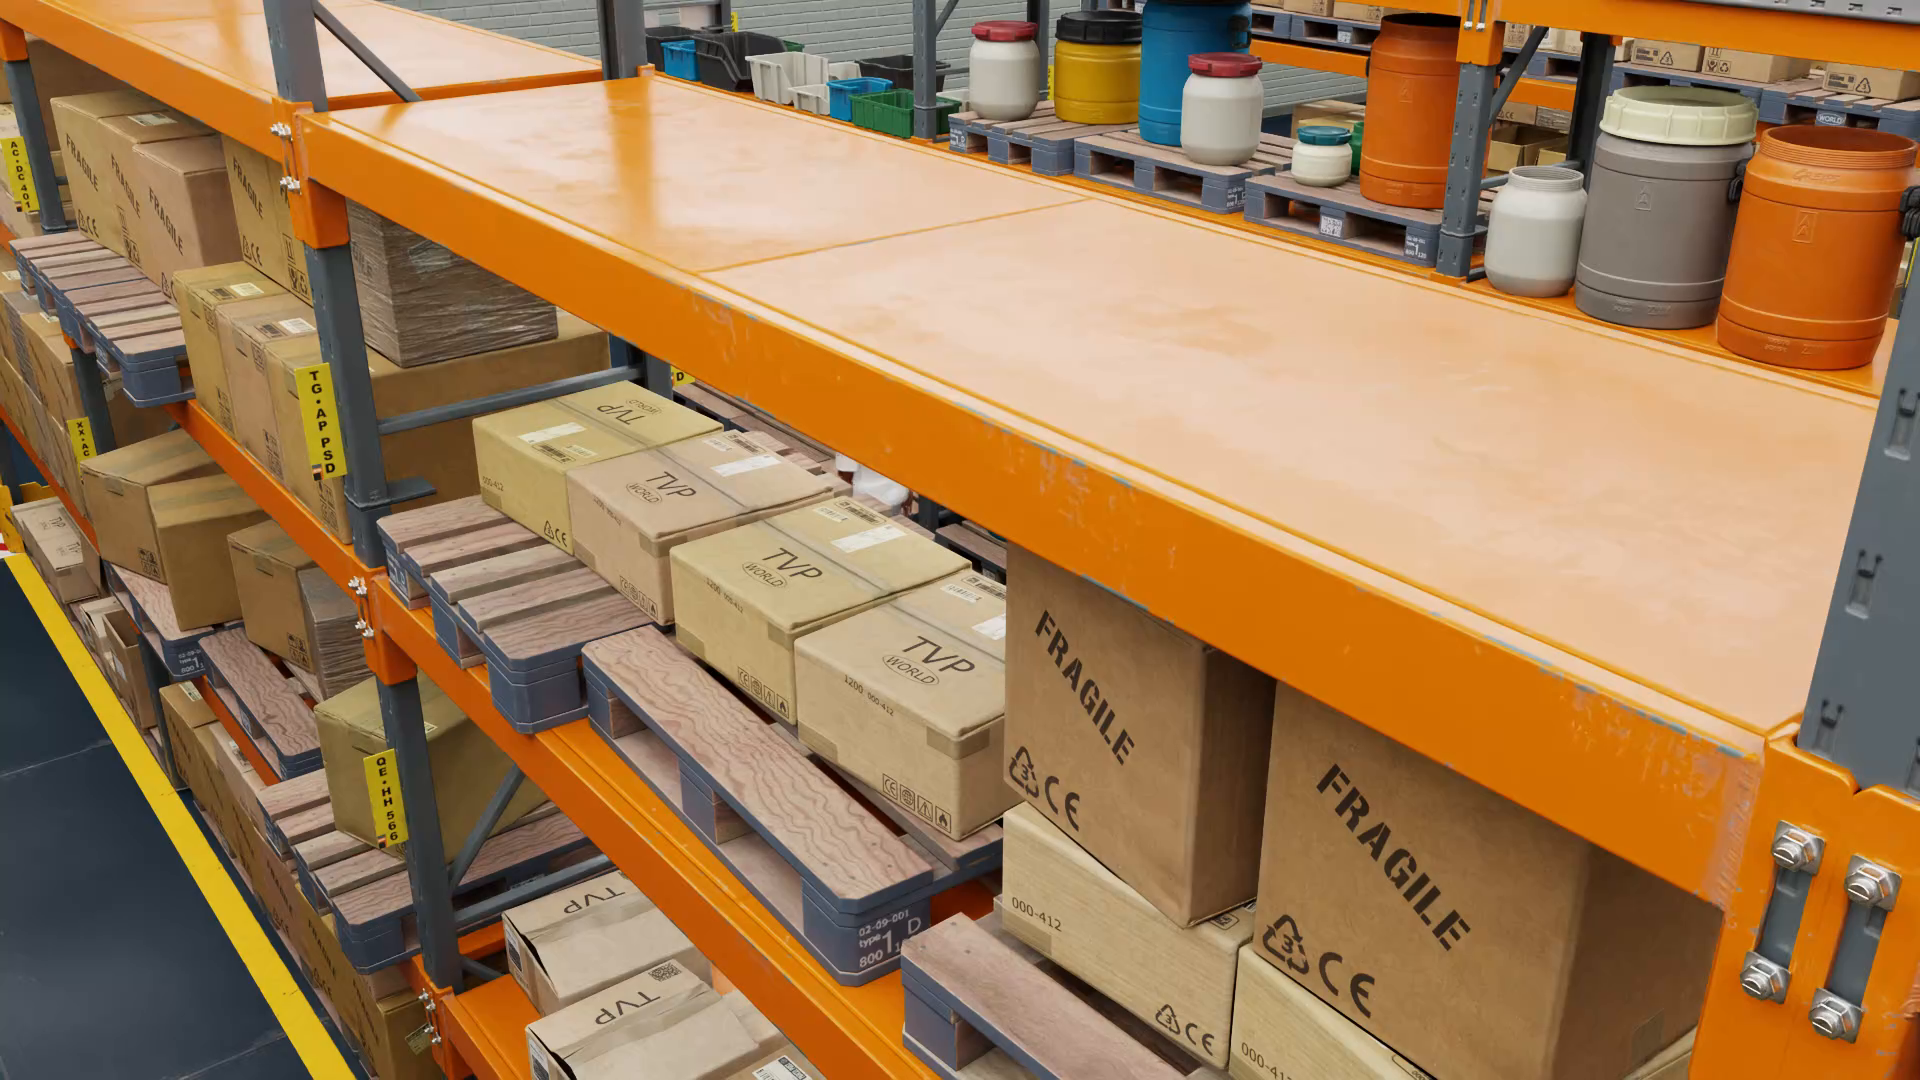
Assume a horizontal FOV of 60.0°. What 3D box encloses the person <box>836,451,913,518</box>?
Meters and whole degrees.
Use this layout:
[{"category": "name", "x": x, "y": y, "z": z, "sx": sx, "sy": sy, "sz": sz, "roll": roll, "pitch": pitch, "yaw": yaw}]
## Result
[{"category": "person", "x": -0.487, "y": -0.219, "z": 9.995, "sx": 0.585, "sy": 1.757, "sz": 0.531, "roll": -22, "pitch": 32, "yaw": -39}]
